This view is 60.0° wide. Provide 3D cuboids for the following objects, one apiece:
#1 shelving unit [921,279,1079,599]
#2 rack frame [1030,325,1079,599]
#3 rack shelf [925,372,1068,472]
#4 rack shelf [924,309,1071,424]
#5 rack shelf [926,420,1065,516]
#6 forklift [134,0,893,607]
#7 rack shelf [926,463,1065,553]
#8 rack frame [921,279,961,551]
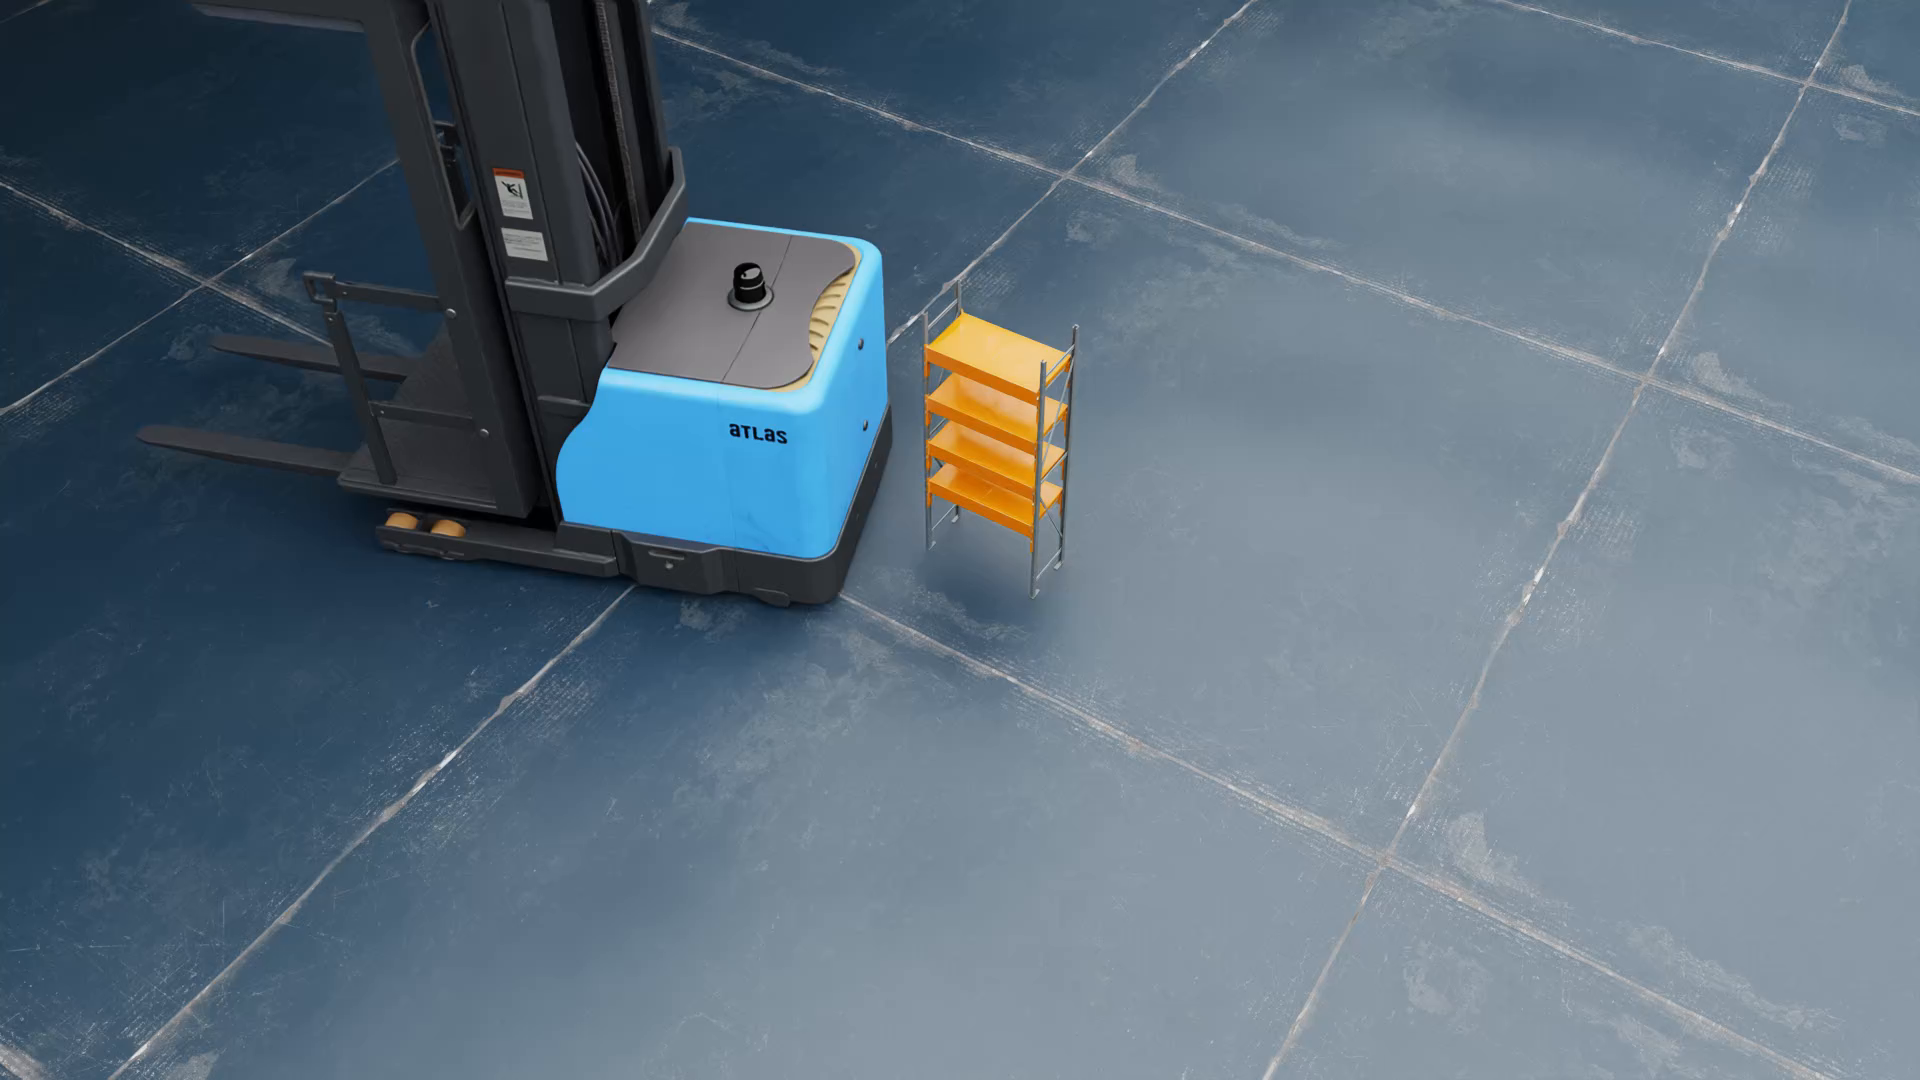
[{"bbox_3d":[0.139,-0.354,6.257,0.503,1.200,0.258,25,51,22],"label":"shelving unit"},{"bbox_3d":[0.345,-0.260,6.166,0.015,1.200,0.240,25,51,22],"label":"rack frame"},{"bbox_3d":[0.139,-0.463,6.145,0.480,0.148,0.258,25,51,22],"label":"rack shelf"},{"bbox_3d":[0.139,-0.628,5.976,0.480,0.148,0.258,25,51,22],"label":"rack shelf"},{"bbox_3d":[0.139,-0.307,6.306,0.480,0.148,0.258,25,51,22],"label":"rack shelf"},{"bbox_3d":[-1.856,-1.303,5.972,3.031,2.935,1.130,9,46,8],"label":"forklift"},{"bbox_3d":[0.139,-0.169,6.448,0.480,0.148,0.258,25,51,22],"label":"rack shelf"},{"bbox_3d":[-0.066,-0.449,6.349,0.015,1.200,0.240,25,51,22],"label":"rack frame"}]
